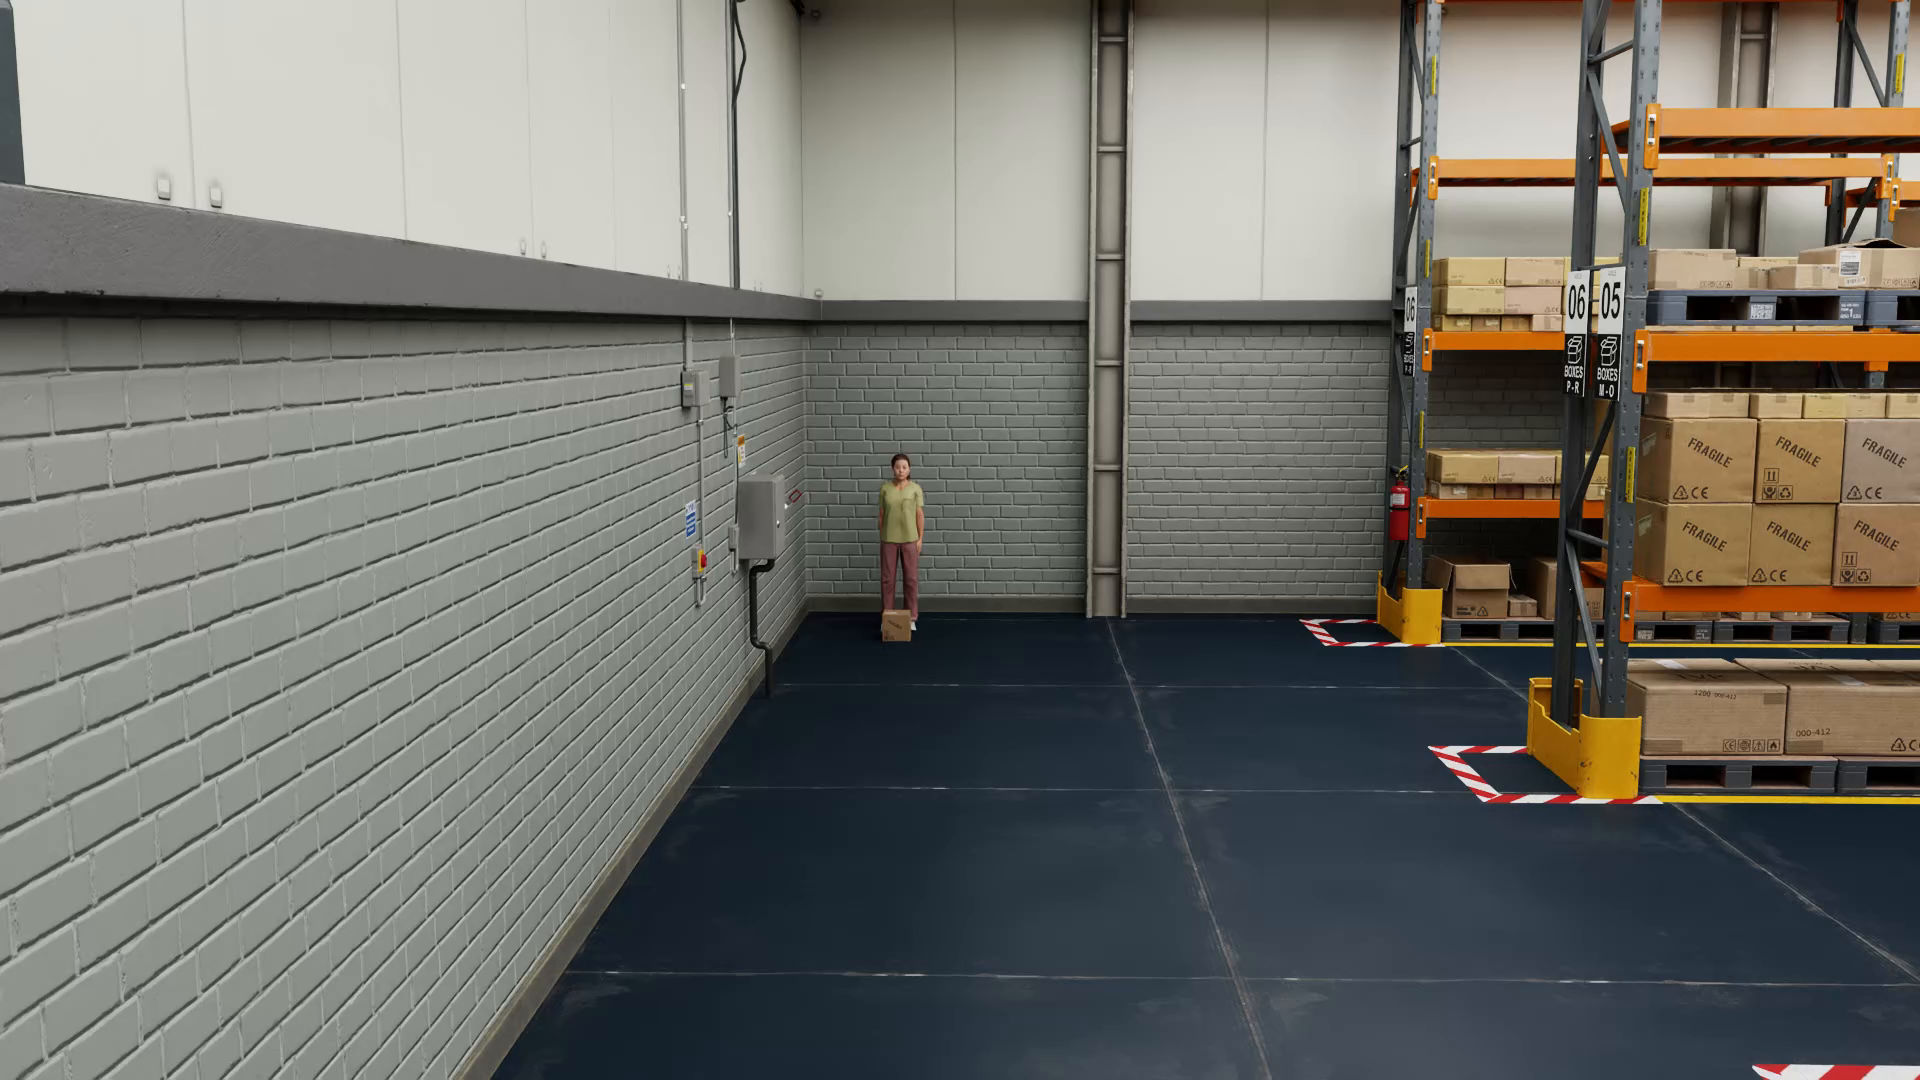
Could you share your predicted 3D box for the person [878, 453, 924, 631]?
[{"bbox_3d":[-0.557,0.022,15.658,0.440,1.671,0.355,0,7,2],"label":"person"}]
